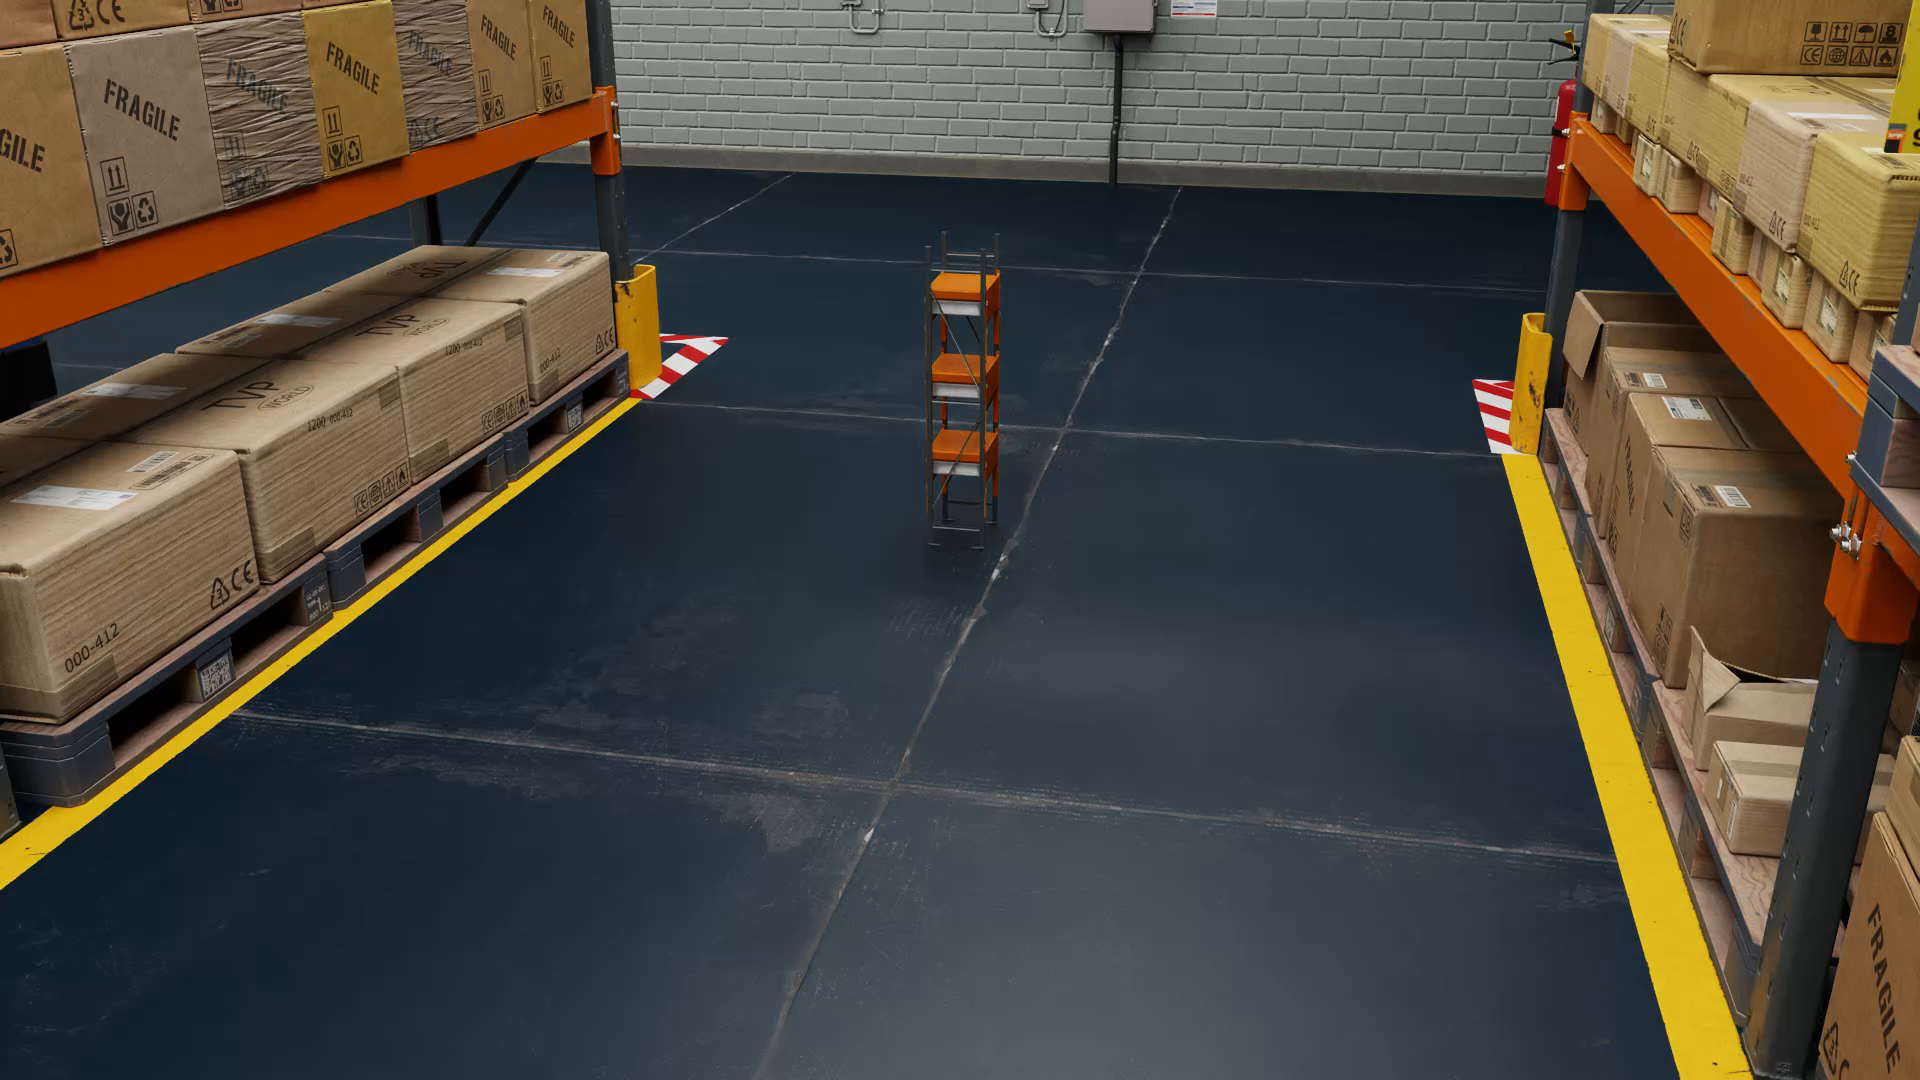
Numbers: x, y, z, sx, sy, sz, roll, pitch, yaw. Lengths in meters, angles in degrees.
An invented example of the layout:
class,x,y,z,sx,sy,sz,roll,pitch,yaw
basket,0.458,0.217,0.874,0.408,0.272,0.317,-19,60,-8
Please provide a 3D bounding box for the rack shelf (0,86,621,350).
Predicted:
class,x,y,z,sx,sy,sz,roll,pitch,yaw
rack shelf,-2.403,-1.098,5.527,1.077,0.370,4.000,4,22,11

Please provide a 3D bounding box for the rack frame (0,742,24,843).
class,x,y,z,sx,sy,sz,roll,pitch,yaw
rack frame,-2.811,-0.700,3.576,1.000,3.000,0.127,4,22,11

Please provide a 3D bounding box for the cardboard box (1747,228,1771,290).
class,x,y,z,sx,sy,sz,roll,pitch,yaw
cardboard box,2.008,-0.630,3.738,0.380,0.149,0.250,5,22,12

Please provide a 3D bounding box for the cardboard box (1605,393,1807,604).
class,x,y,z,sx,sy,sz,roll,pitch,yaw
cardboard box,2.229,-0.109,4.893,0.500,0.500,0.500,5,22,12

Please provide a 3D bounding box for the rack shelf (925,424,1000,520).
class,x,y,z,sx,sy,sz,roll,pitch,yaw
rack shelf,0.011,-0.239,5.814,0.215,0.259,0.240,4,22,11

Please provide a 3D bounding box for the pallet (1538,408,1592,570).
class,x,y,z,sx,sy,sz,roll,pitch,yaw
pallet,2.688,-0.173,6.000,1.003,0.211,1.213,4,22,11

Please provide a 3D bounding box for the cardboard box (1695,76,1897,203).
class,x,y,z,sx,sy,sz,roll,pitch,yaw
cardboard box,2.116,-0.962,4.029,0.500,0.250,0.500,4,22,11

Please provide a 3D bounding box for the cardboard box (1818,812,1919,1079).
class,x,y,z,sx,sy,sz,roll,pitch,yaw
cardboard box,1.730,0.802,2.632,0.500,0.500,0.500,5,23,13

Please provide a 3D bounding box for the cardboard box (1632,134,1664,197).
class,x,y,z,sx,sy,sz,roll,pitch,yaw
cardboard box,2.218,-1.102,4.912,0.380,0.149,0.250,4,22,9

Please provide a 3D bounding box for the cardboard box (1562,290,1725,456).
class,x,y,z,sx,sy,sz,roll,pitch,yaw
cardboard box,2.648,-0.606,6.123,0.797,0.503,0.637,4,22,9

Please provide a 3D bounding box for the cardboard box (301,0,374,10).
class,x,y,z,sx,sy,sz,roll,pitch,yaw
cardboard box,-2.147,-1.921,5.135,0.500,0.500,0.500,4,22,11

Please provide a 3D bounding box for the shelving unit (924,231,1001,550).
class,x,y,z,sx,sy,sz,roll,pitch,yaw
shelving unit,0.011,-0.507,5.706,0.215,1.050,0.252,4,22,11

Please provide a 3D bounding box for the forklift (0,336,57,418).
class,x,y,z,sx,sy,sz,roll,pitch,yaw
forklift,-5.052,-1.522,5.708,1.130,2.935,3.031,11,24,25

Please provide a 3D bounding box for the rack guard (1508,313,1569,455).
class,x,y,z,sx,sy,sz,roll,pitch,yaw
rack guard,2.850,-0.598,6.670,1.175,0.500,0.348,4,22,11

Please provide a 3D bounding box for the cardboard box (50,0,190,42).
class,x,y,z,sx,sy,sz,roll,pitch,yaw
cardboard box,-2.368,-1.550,4.215,0.500,0.500,0.500,4,22,10

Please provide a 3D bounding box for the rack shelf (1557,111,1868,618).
class,x,y,z,sx,sy,sz,roll,pitch,yaw
rack shelf,2.457,-0.721,4.590,1.077,0.370,4.000,4,22,11

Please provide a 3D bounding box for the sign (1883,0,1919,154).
class,x,y,z,sx,sy,sz,roll,pitch,yaw
sign,1.516,-0.763,2.574,0.100,0.325,0.005,4,22,11

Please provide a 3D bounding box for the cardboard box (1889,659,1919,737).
class,x,y,z,sx,sy,sz,roll,pitch,yaw
cardboard box,2.504,0.423,4.043,0.380,0.149,0.250,4,22,10

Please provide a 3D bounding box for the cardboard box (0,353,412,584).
class,x,y,z,sx,sy,sz,roll,pitch,yaw
cardboard box,-2.396,-0.255,5.339,0.875,0.438,0.875,4,22,9

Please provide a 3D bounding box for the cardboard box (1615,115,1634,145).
class,x,y,z,sx,sy,sz,roll,pitch,yaw
cardboard box,2.523,-1.473,5.833,0.380,0.149,0.250,5,22,12

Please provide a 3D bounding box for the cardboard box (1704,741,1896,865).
class,x,y,z,sx,sy,sz,roll,pitch,yaw
cardboard box,1.875,0.579,3.656,0.380,0.149,0.250,4,22,9

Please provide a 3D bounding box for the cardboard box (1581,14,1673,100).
class,x,y,z,sx,sy,sz,roll,pitch,yaw
cardboard box,2.509,-1.709,5.884,0.500,0.250,0.500,5,22,11

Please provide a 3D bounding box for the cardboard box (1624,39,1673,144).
class,x,y,z,sx,sy,sz,roll,pitch,yaw
cardboard box,2.306,-1.339,4.965,0.500,0.250,0.500,4,22,10

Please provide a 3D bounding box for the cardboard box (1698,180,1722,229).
class,x,y,z,sx,sy,sz,roll,pitch,yaw
cardboard box,2.199,-0.905,4.422,0.380,0.149,0.250,4,22,11

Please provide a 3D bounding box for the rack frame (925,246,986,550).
class,x,y,z,sx,sy,sz,roll,pitch,yaw
rack frame,-0.014,-0.462,5.595,0.200,1.050,0.008,4,22,11

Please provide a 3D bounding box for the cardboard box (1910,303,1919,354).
class,x,y,z,sx,sy,sz,roll,pitch,yaw
cardboard box,1.731,-0.404,2.146,0.700,0.500,0.500,5,22,12

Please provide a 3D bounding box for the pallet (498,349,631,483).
class,x,y,z,sx,sy,sz,roll,pitch,yaw
pallet,-2.081,-0.571,6.988,1.003,0.211,1.213,4,22,11

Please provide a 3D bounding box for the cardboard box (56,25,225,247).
class,x,y,z,sx,sy,sz,roll,pitch,yaw
cardboard box,-2.352,-1.082,4.390,0.500,0.500,0.500,5,22,11

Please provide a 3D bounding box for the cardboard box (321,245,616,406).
class,x,y,z,sx,sy,sz,roll,pitch,yaw
cardboard box,-2.032,-0.920,6.990,0.875,0.438,0.875,4,22,9

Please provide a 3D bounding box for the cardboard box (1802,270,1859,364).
class,x,y,z,sx,sy,sz,roll,pitch,yaw
cardboard box,1.899,-0.439,3.265,0.380,0.149,0.250,5,22,12

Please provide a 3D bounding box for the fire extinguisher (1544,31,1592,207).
class,x,y,z,sx,sy,sz,roll,pitch,yaw
fire extinguisher,2.443,-1.666,6.577,0.296,0.674,0.183,4,22,11

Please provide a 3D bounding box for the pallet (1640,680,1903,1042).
class,x,y,z,sx,sy,sz,roll,pitch,yaw
pallet,2.190,0.720,3.784,1.003,0.211,1.213,4,22,11

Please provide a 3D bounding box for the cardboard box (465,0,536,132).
class,x,y,z,sx,sy,sz,roll,pitch,yaw
cardboard box,-1.951,-1.830,6.249,0.500,0.500,0.500,4,22,10

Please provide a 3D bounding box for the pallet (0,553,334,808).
class,x,y,z,sx,sy,sz,roll,pitch,yaw
pallet,-2.579,0.322,4.773,1.003,0.211,1.213,4,22,11

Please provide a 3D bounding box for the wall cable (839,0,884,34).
class,x,y,z,sx,sy,sz,roll,pitch,yaw
wall cable,-0.867,-4.712,12.138,0.585,1.953,0.123,4,22,11

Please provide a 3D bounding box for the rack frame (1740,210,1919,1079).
class,x,y,z,sx,sy,sz,roll,pitch,yaw
rack frame,2.049,-0.323,2.640,1.000,3.000,0.127,4,22,11

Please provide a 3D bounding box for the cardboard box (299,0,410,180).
class,x,y,z,sx,sy,sz,roll,pitch,yaw
cardboard box,-2.139,-1.451,5.308,0.500,0.500,0.500,5,22,13

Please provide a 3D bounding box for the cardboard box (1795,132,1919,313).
class,x,y,z,sx,sy,sz,roll,pitch,yaw
cardboard box,1.914,-0.596,3.121,0.500,0.250,0.500,5,22,12
